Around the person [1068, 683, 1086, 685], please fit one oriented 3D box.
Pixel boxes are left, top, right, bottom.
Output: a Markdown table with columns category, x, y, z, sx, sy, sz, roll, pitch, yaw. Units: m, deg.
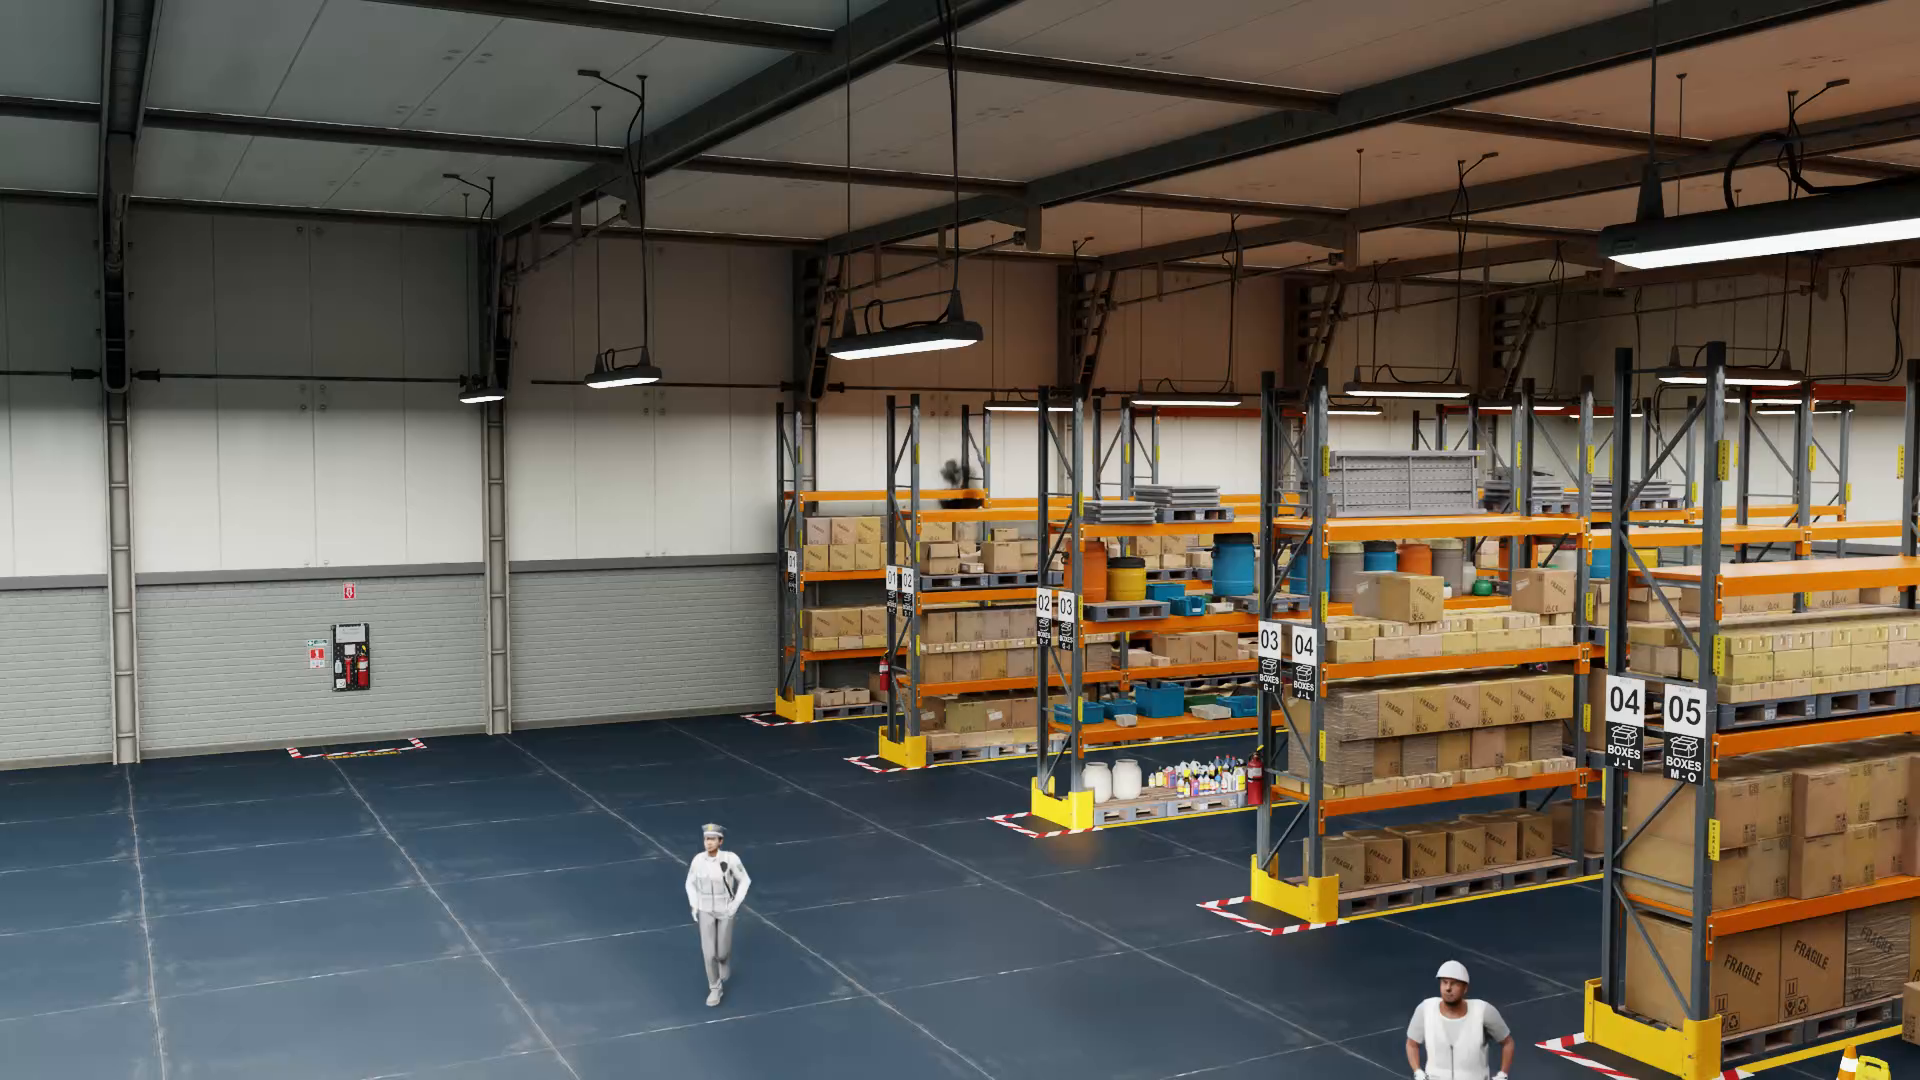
| category | x | y | z | sx | sy | sz | roll | pitch | yaw |
| --- | --- | --- | --- | --- | --- | --- | --- | --- | --- |
| person | 2.151 | 2.546 | 30.552 | 0.927 | 1.747 | 0.711 | -2 | 4 | -29 |

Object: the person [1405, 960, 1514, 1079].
| category | x | y | z | sx | sy | sz | roll | pitch | yaw |
| --- | --- | --- | --- | --- | --- | --- | --- | --- | --- |
| person | 3.291 | 3.669 | 11.041 | 0.689 | 1.739 | 0.530 | 2 | 4 | 25 |

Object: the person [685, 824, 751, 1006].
| category | x | y | z | sx | sy | sz | roll | pitch | yaw |
| --- | --- | --- | --- | --- | --- | --- | --- | --- | --- |
| person | -2.272 | 3.462 | 15.545 | 0.616 | 1.673 | 0.497 | 0 | 3 | 3 |
